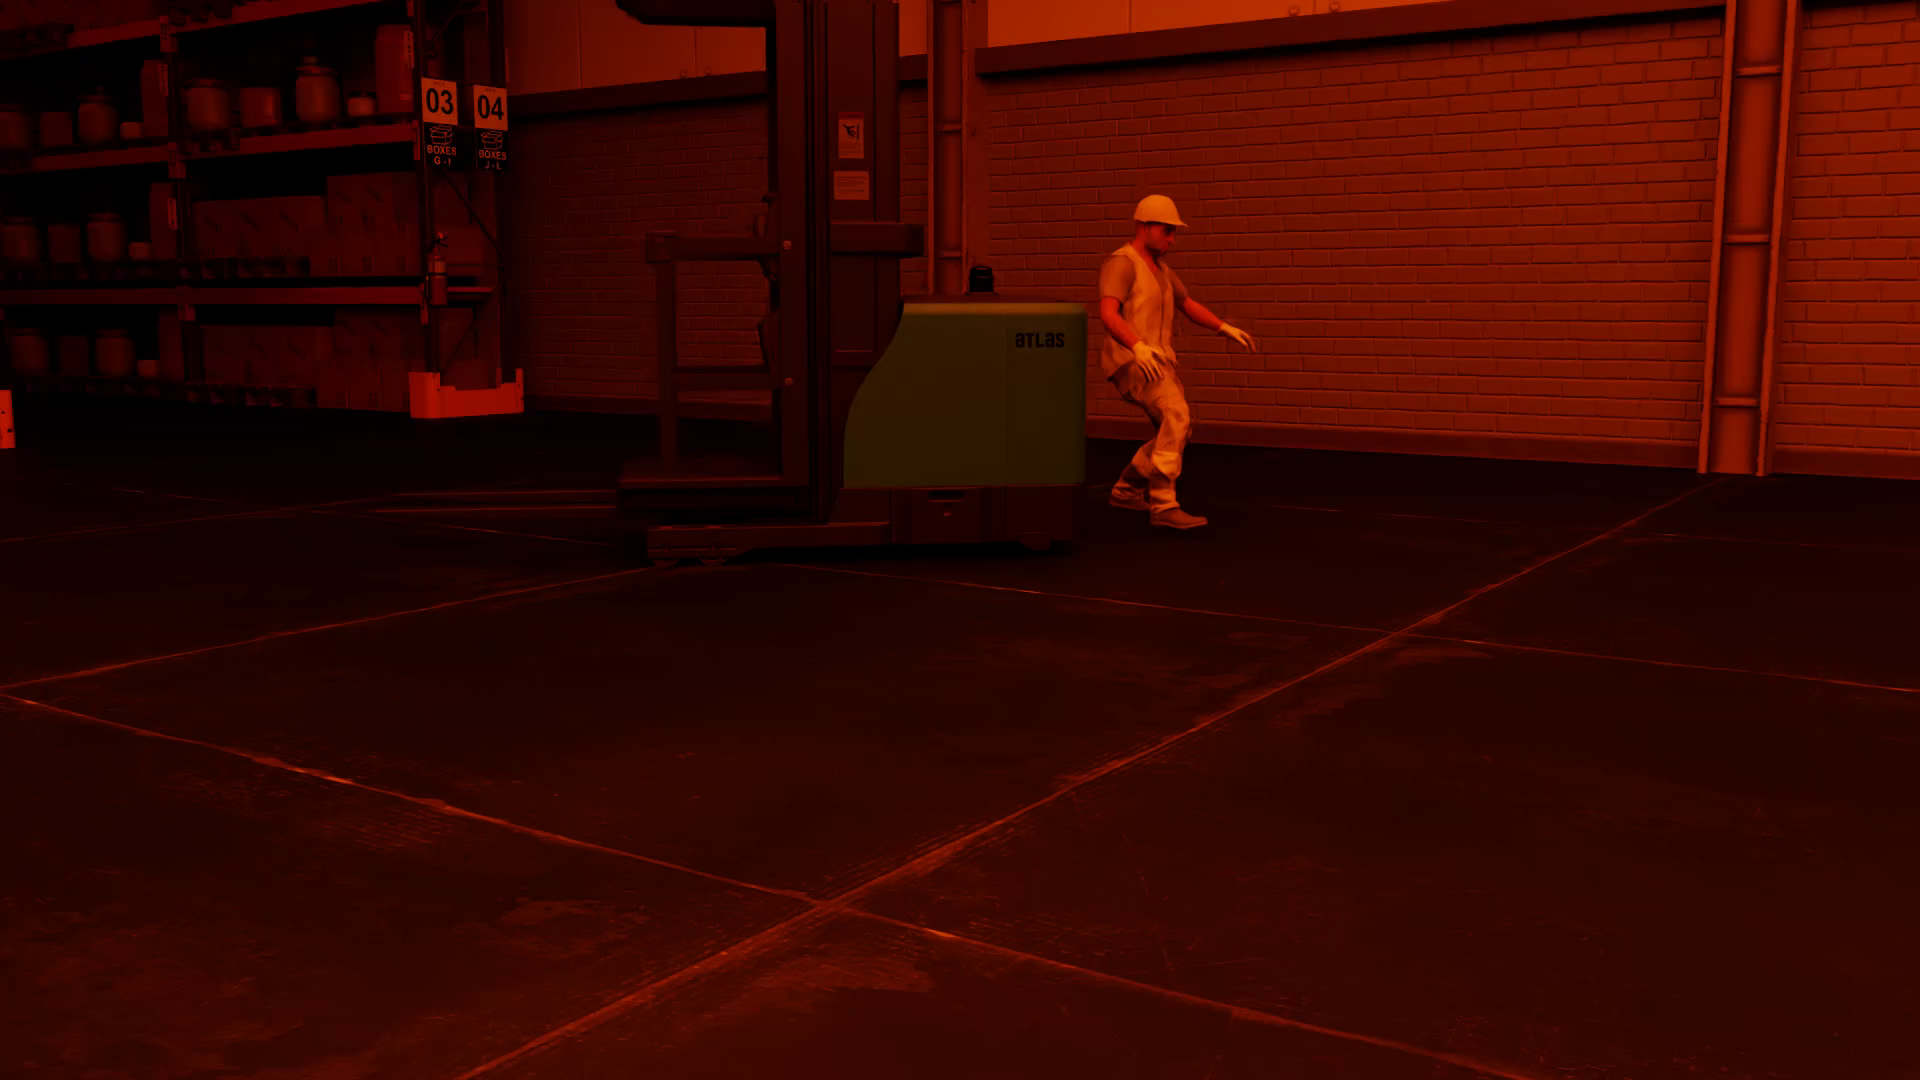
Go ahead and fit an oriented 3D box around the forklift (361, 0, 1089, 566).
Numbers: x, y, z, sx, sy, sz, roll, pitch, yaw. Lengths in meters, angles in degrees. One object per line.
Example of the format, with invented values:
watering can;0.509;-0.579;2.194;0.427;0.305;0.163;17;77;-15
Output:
forklift;-1.009;-1.422;7.191;3.031;2.935;1.130;-1;8;-9

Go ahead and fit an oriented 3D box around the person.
person;1.013;-0.870;8.184;0.923;1.628;1.024;5;10;34
